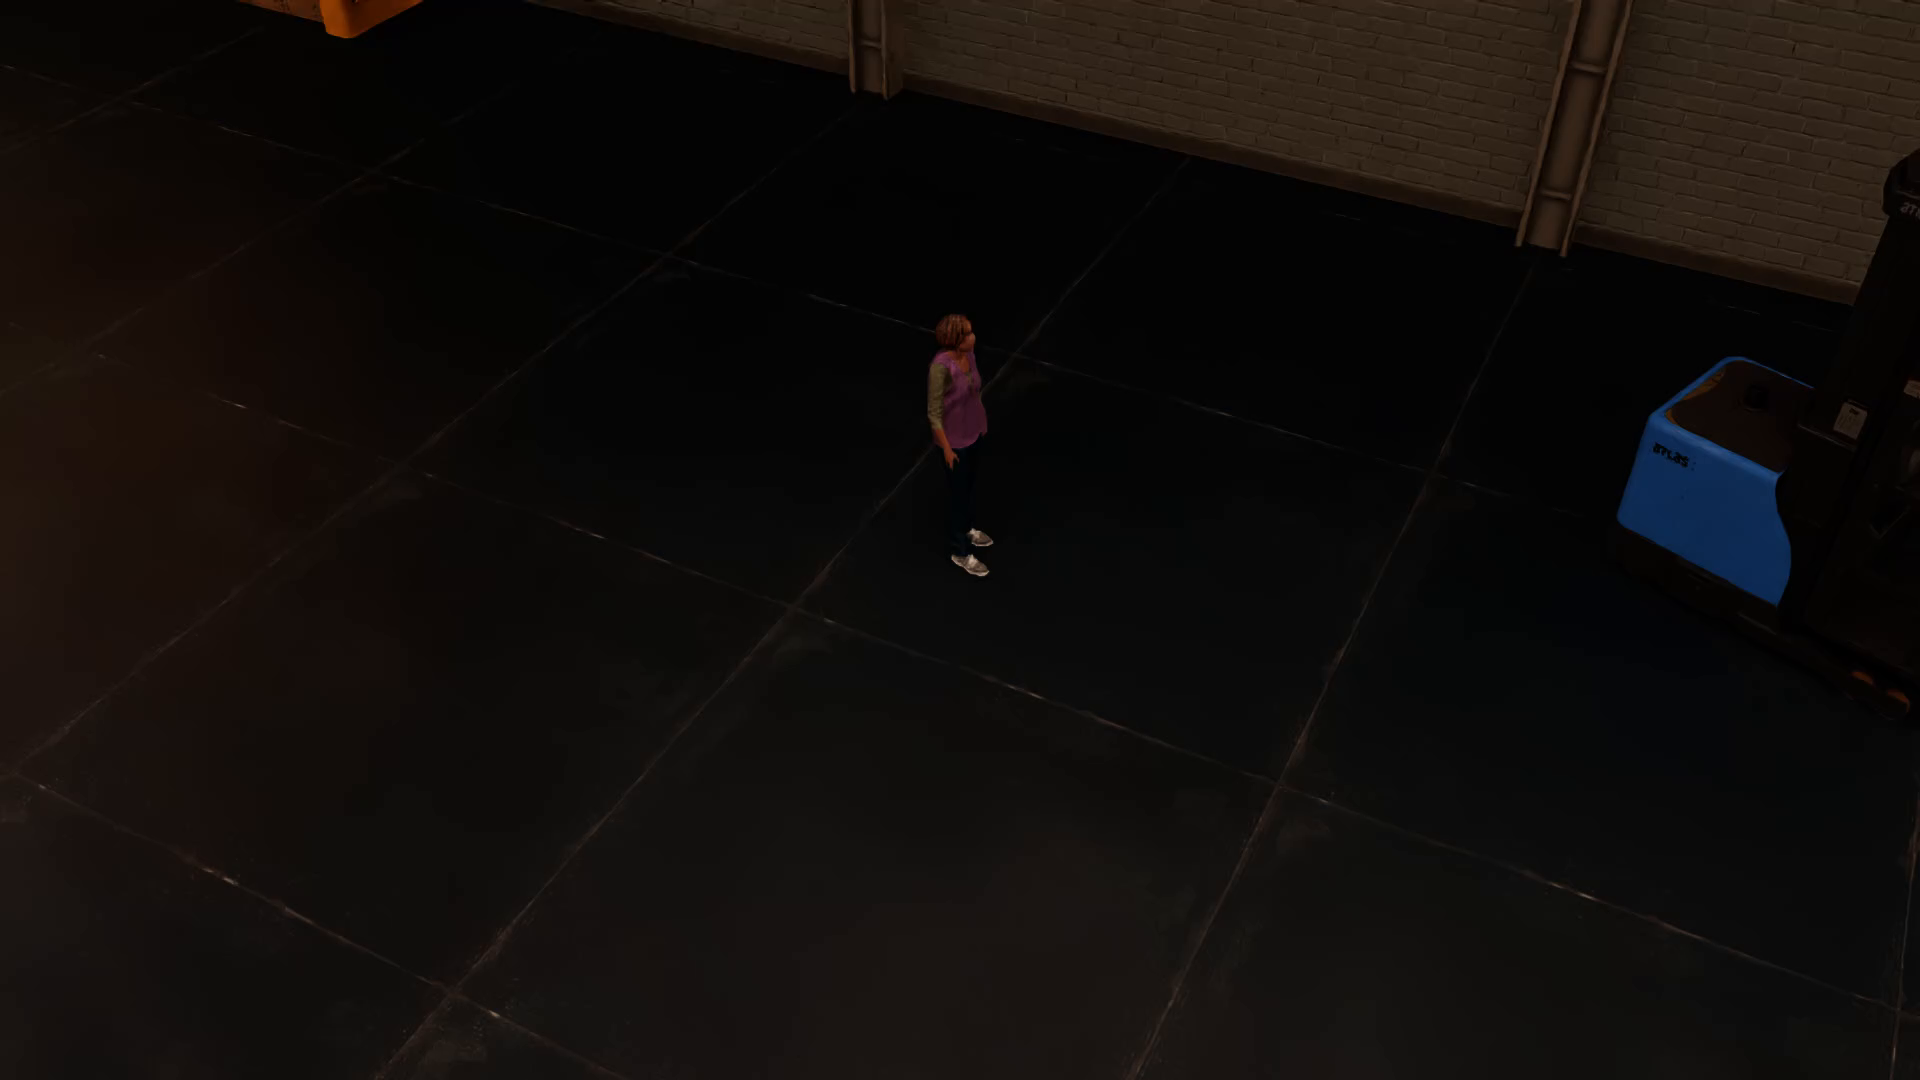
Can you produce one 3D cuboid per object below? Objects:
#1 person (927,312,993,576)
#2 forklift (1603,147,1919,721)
[{"bbox_3d":[0.059,-0.586,9.707,0.474,1.597,0.520,18,43,21],"label":"person"},{"bbox_3d":[5.269,-0.516,8.600,1.130,2.935,3.031,-31,49,-31],"label":"forklift"}]
